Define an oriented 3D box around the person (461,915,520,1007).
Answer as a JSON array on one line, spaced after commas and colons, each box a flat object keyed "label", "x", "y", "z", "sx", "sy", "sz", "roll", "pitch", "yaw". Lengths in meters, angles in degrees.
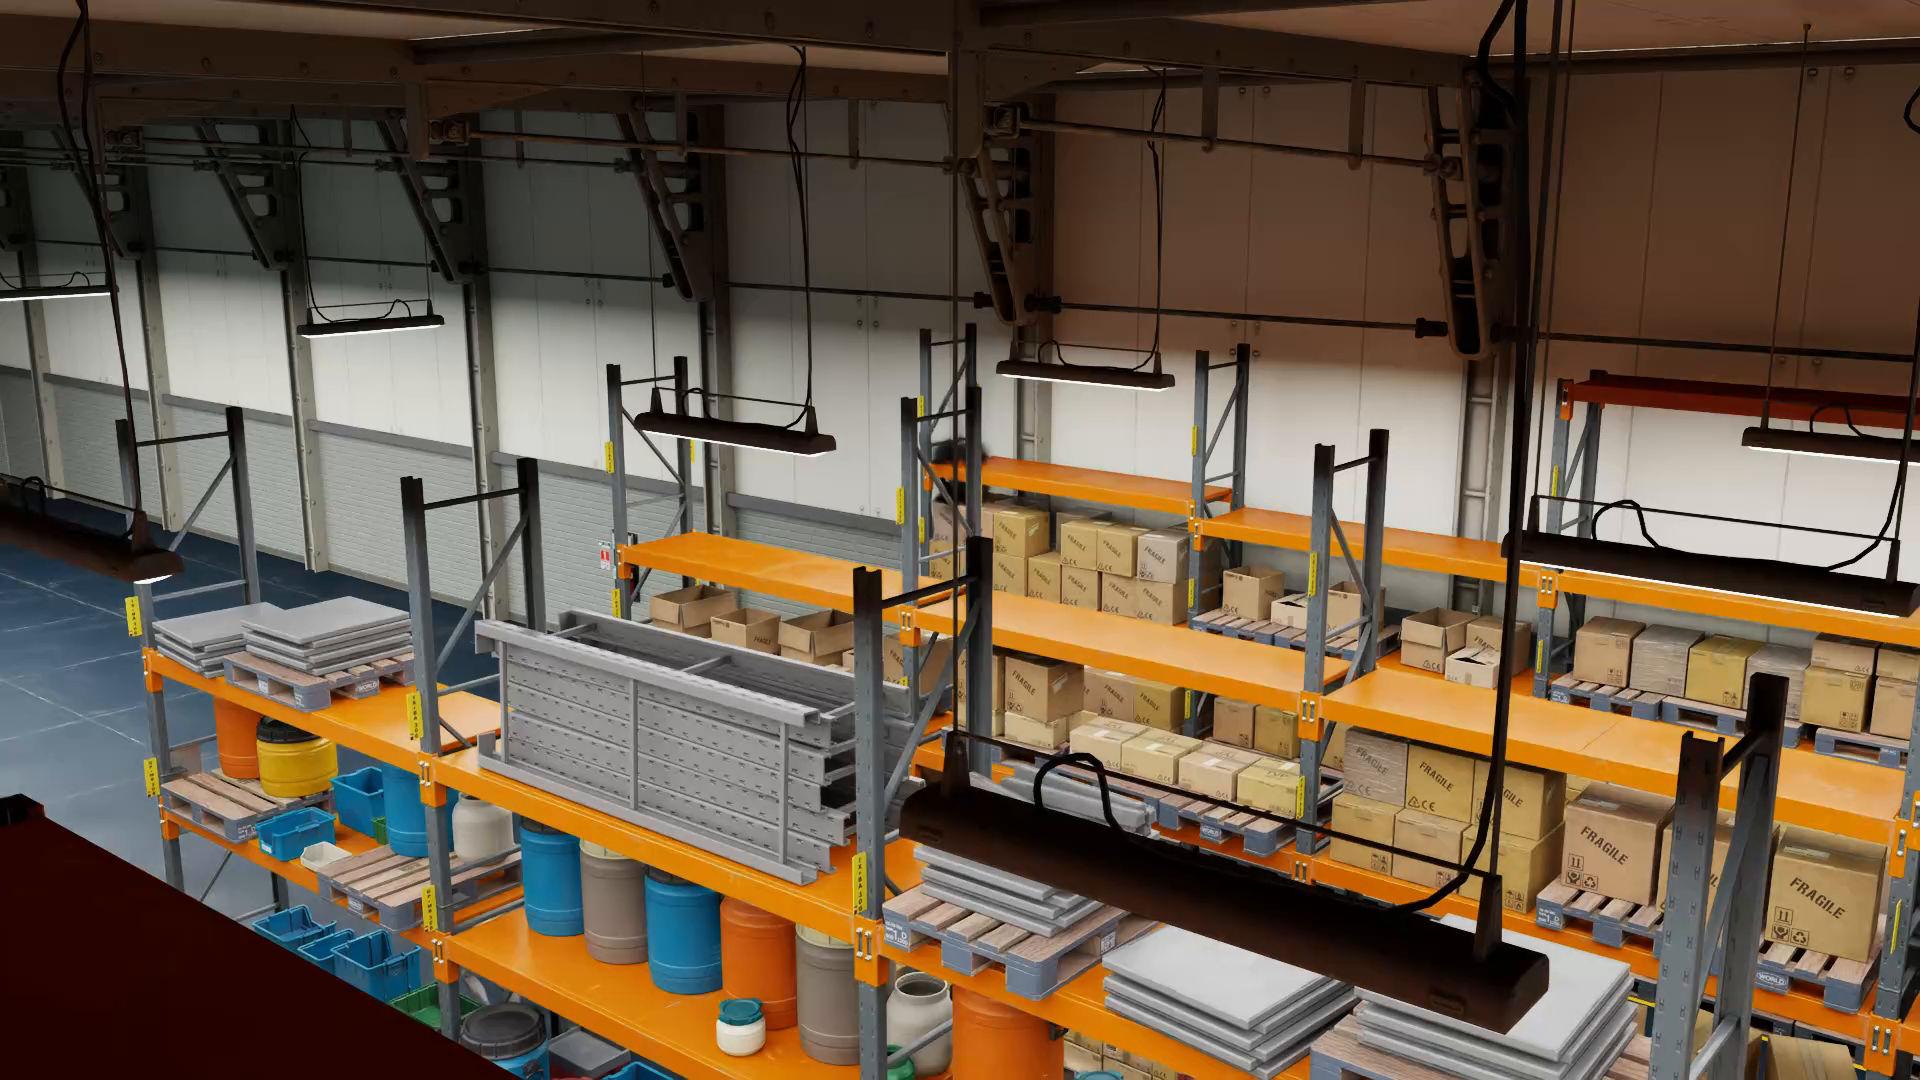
[{"label": "person", "x": -4.450, "y": 3.819, "z": 15.619, "sx": 0.707, "sy": 1.744, "sz": 0.622, "roll": 5, "pitch": 14, "yaw": 20}]
